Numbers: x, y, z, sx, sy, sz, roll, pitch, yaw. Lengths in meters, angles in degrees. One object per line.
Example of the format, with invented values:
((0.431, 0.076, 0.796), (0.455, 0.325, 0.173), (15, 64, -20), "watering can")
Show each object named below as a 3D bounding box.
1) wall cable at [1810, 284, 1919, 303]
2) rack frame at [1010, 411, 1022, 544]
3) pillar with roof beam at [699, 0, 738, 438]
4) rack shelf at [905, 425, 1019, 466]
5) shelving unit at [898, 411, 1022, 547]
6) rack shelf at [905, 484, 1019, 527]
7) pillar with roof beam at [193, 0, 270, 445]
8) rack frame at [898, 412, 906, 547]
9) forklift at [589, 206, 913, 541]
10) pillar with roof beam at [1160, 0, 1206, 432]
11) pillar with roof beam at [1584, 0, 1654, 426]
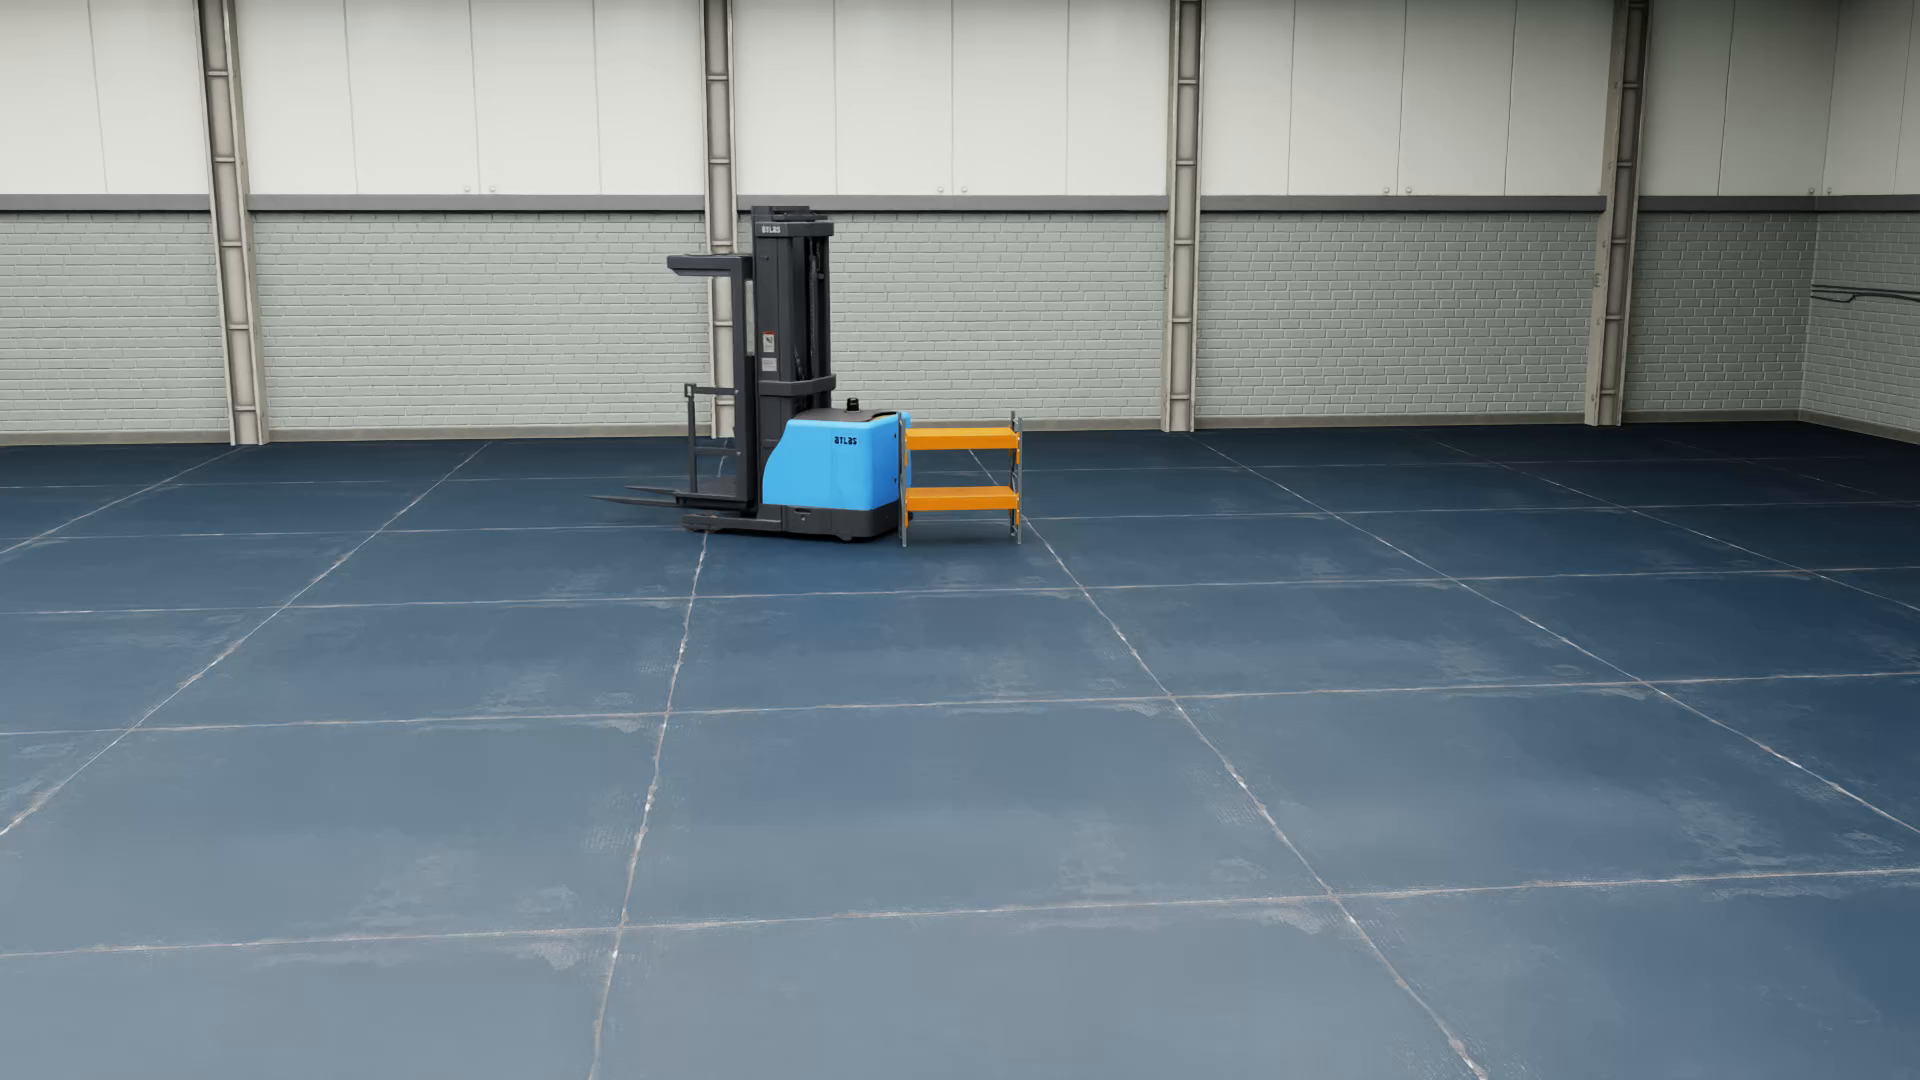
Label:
((11.960, -4.301, 21.470), (0.112, 2.526, 3.097), (-1, 11, -6), "wall cable")
((0.499, -0.562, 14.813), (0.032, 1.125, 0.500), (-1, 11, -6), "rack frame")
((-2.577, -4.942, 16.677), (0.400, 9.000, 9.100), (-1, 11, -6), "pillar with roof beam")
((-0.007, -0.839, 14.702), (1.000, 0.278, 0.538), (-1, 11, -6), "rack shelf")
((-0.007, -0.552, 14.759), (1.048, 1.125, 0.538), (-1, 11, -6), "shelving unit")
((-0.007, -0.312, 14.806), (1.000, 0.278, 0.538), (-1, 11, -6), "rack shelf")
((-8.542, -4.817, 16.041), (0.400, 9.000, 9.100), (-1, 11, -6), "pillar with roof beam")
((-0.512, -0.541, 14.705), (0.032, 1.125, 0.500), (-1, 11, -6), "rack frame")
((-2.005, -1.586, 15.339), (3.031, 2.935, 1.130), (4, 12, 21), "forklift")
((3.388, -5.067, 17.313), (0.400, 9.000, 9.100), (-1, 11, -6), "pillar with roof beam")
((9.353, -5.192, 17.949), (0.400, 9.000, 9.100), (-1, 11, -6), "pillar with roof beam")
